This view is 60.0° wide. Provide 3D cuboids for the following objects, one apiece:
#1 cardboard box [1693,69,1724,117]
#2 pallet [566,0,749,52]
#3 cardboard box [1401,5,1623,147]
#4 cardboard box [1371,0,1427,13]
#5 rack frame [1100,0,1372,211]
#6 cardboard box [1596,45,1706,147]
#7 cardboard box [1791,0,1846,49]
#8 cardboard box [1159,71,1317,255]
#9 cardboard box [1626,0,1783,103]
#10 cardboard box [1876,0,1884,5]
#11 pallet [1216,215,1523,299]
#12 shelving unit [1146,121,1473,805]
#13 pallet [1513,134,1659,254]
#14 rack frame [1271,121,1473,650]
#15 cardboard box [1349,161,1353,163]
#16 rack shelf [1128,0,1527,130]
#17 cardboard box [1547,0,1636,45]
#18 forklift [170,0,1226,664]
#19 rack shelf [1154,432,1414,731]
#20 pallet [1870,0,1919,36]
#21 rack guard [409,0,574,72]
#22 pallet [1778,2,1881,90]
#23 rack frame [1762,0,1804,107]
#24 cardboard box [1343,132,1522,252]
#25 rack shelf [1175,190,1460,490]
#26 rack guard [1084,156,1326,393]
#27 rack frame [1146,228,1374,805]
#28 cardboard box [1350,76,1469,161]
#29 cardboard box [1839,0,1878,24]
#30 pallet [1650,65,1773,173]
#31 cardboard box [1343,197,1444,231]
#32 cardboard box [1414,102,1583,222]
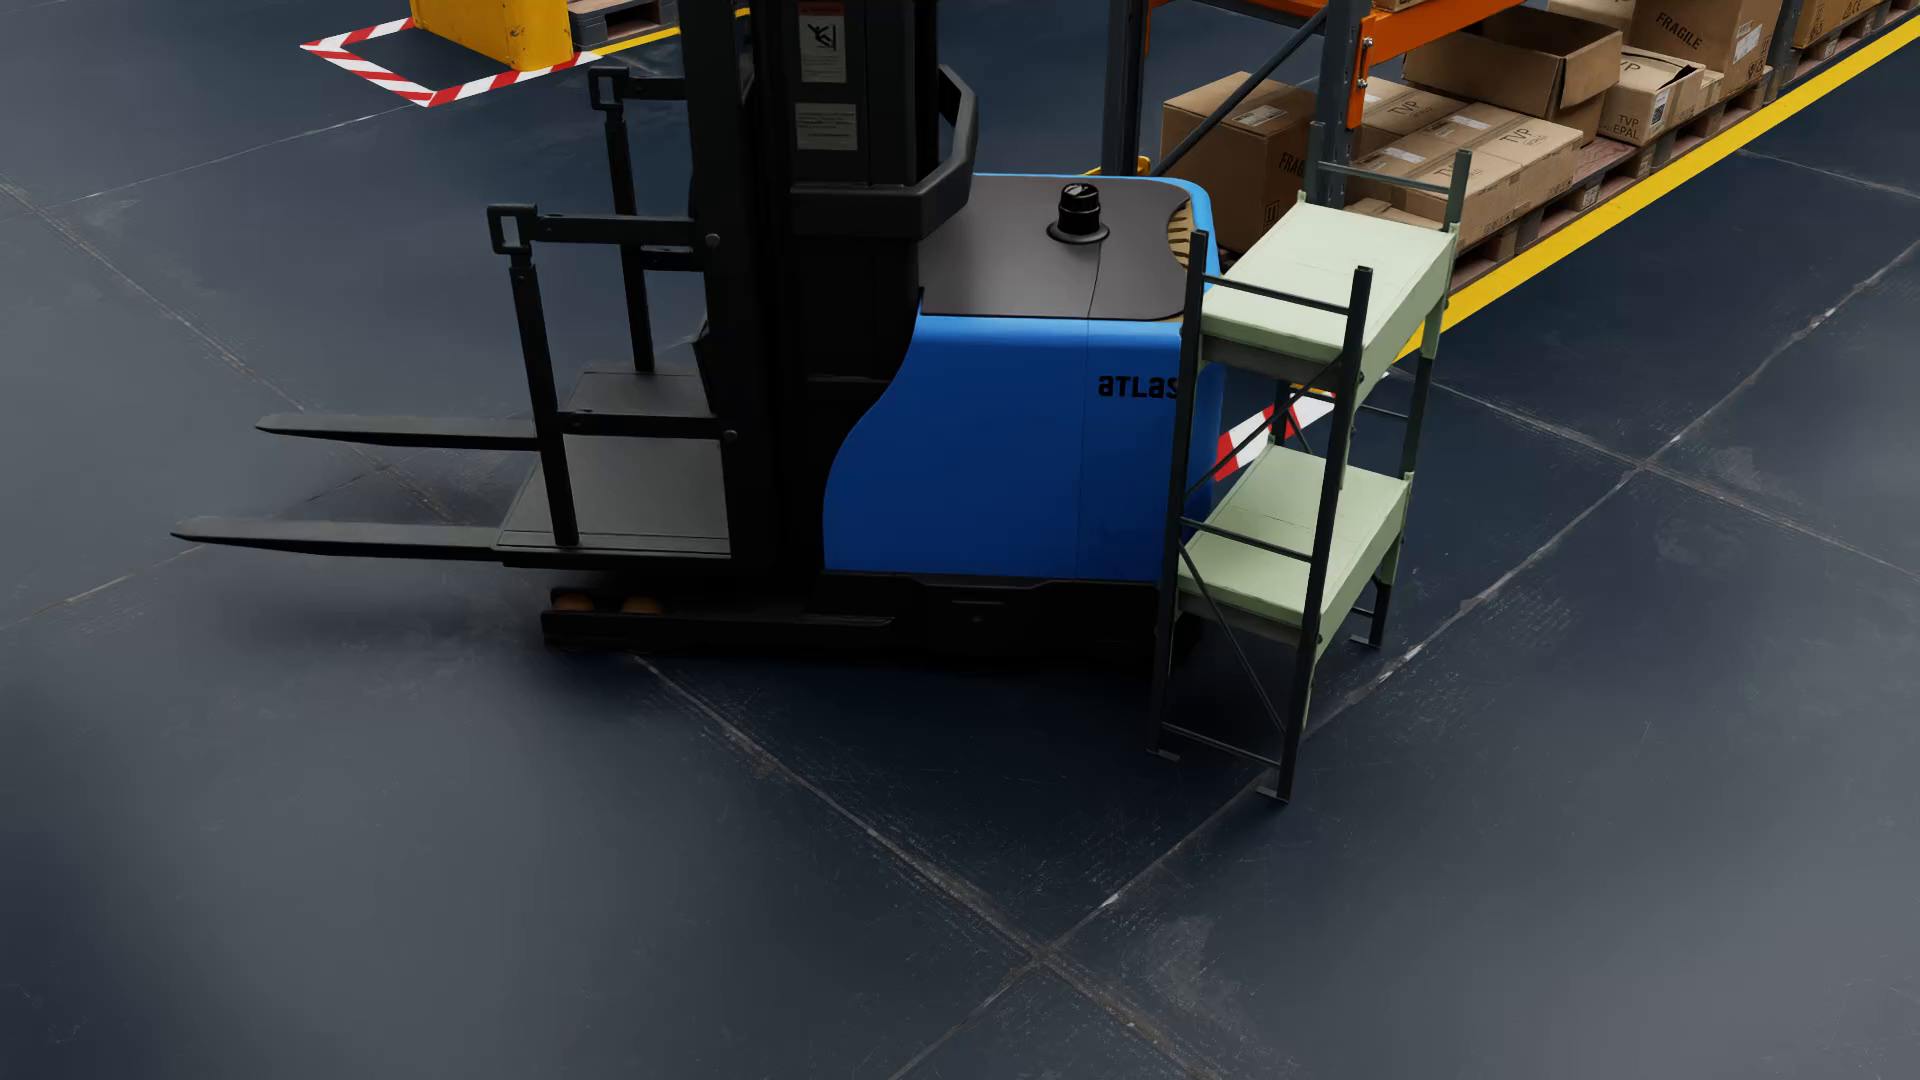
[{"bbox_3d":[3.324,-2.126,7.785,0.380,0.149,0.250,30,45,35],"label":"cardboard box"},{"bbox_3d":[-1.977,-3.187,9.635,1.003,0.211,1.213,30,45,35],"label":"pallet"},{"bbox_3d":[2.425,-2.029,7.335,0.797,0.503,0.637,30,45,35],"label":"cardboard box"},{"bbox_3d":[1.427,-2.129,5.592,0.500,0.500,0.500,-29,44,-35],"label":"cardboard box"},{"bbox_3d":[0.927,-2.014,5.515,1.000,3.000,0.127,30,45,35],"label":"rack frame"},{"bbox_3d":[3.017,-2.065,7.555,0.500,0.311,0.500,30,45,35],"label":"cardboard box"},{"bbox_3d":[4.259,-2.891,8.573,0.500,0.500,0.500,27,43,33],"label":"cardboard box"},{"bbox_3d":[1.135,-1.489,6.563,0.500,0.500,0.500,30,45,35],"label":"cardboard box"},{"bbox_3d":[3.545,-2.447,7.937,0.500,0.500,0.500,30,45,35],"label":"cardboard box"},{"bbox_3d":[4.984,-3.312,9.177,0.500,0.500,0.500,-29,44,-35],"label":"cardboard box"},{"bbox_3d":[1.542,-1.225,6.822,1.003,0.211,1.213,30,45,35],"label":"pallet"},{"bbox_3d":[0.858,-0.179,4.195,0.431,1.500,0.755,18,39,24],"label":"shelving unit"},{"bbox_3d":[2.401,-1.717,7.528,1.003,0.211,1.213,30,45,35],"label":"pallet"},{"bbox_3d":[1.041,-0.360,4.455,0.400,1.500,0.023,18,39,24],"label":"rack frame"},{"bbox_3d":[1.485,-1.480,6.842,0.380,0.166,0.250,30,45,35],"label":"cardboard box"},{"bbox_3d":[2.336,-2.530,6.885,1.077,0.370,4.000,30,45,35],"label":"rack shelf"},{"bbox_3d":[3.296,-2.632,8.367,0.500,0.311,0.500,30,45,35],"label":"cardboard box"},{"bbox_3d":[-0.793,-1.174,4.370,3.031,2.935,1.130,2,35,3],"label":"forklift"},{"bbox_3d":[0.858,0.089,4.382,0.431,0.370,0.720,18,39,24],"label":"rack shelf"},{"bbox_3d":[5.151,-3.337,9.850,1.003,0.211,1.213,30,45,35],"label":"pallet"},{"bbox_3d":[-2.593,-2.971,9.073,1.175,0.500,0.348,30,45,35],"label":"rack guard"},{"bbox_3d":[4.292,-2.839,9.136,1.003,0.211,1.213,30,45,35],"label":"pallet"},{"bbox_3d":[3.745,-3.637,7.843,1.000,3.000,0.127,30,45,35],"label":"rack frame"},{"bbox_3d":[1.864,-1.376,6.619,0.500,0.250,0.500,30,45,35],"label":"cardboard box"},{"bbox_3d":[0.858,-0.499,3.972,0.431,0.370,0.720,18,39,24],"label":"rack shelf"},{"bbox_3d":[0.981,-1.019,6.274,1.175,0.500,0.348,30,45,35],"label":"rack guard"},{"bbox_3d":[0.676,0.003,3.935,0.400,1.500,0.023,18,39,24],"label":"rack frame"},{"bbox_3d":[1.826,-1.760,7.170,0.500,0.250,0.500,30,45,35],"label":"cardboard box"},{"bbox_3d":[4.627,-3.112,8.890,0.500,0.500,0.500,-29,44,-35],"label":"cardboard box"},{"bbox_3d":[3.261,-2.215,8.242,1.003,0.211,1.213,30,45,35],"label":"pallet"},{"bbox_3d":[1.642,-1.165,6.390,0.380,0.166,0.250,30,45,35],"label":"cardboard box"},{"bbox_3d":[2.216,-1.579,6.910,0.500,0.250,0.500,30,45,35],"label":"cardboard box"}]
